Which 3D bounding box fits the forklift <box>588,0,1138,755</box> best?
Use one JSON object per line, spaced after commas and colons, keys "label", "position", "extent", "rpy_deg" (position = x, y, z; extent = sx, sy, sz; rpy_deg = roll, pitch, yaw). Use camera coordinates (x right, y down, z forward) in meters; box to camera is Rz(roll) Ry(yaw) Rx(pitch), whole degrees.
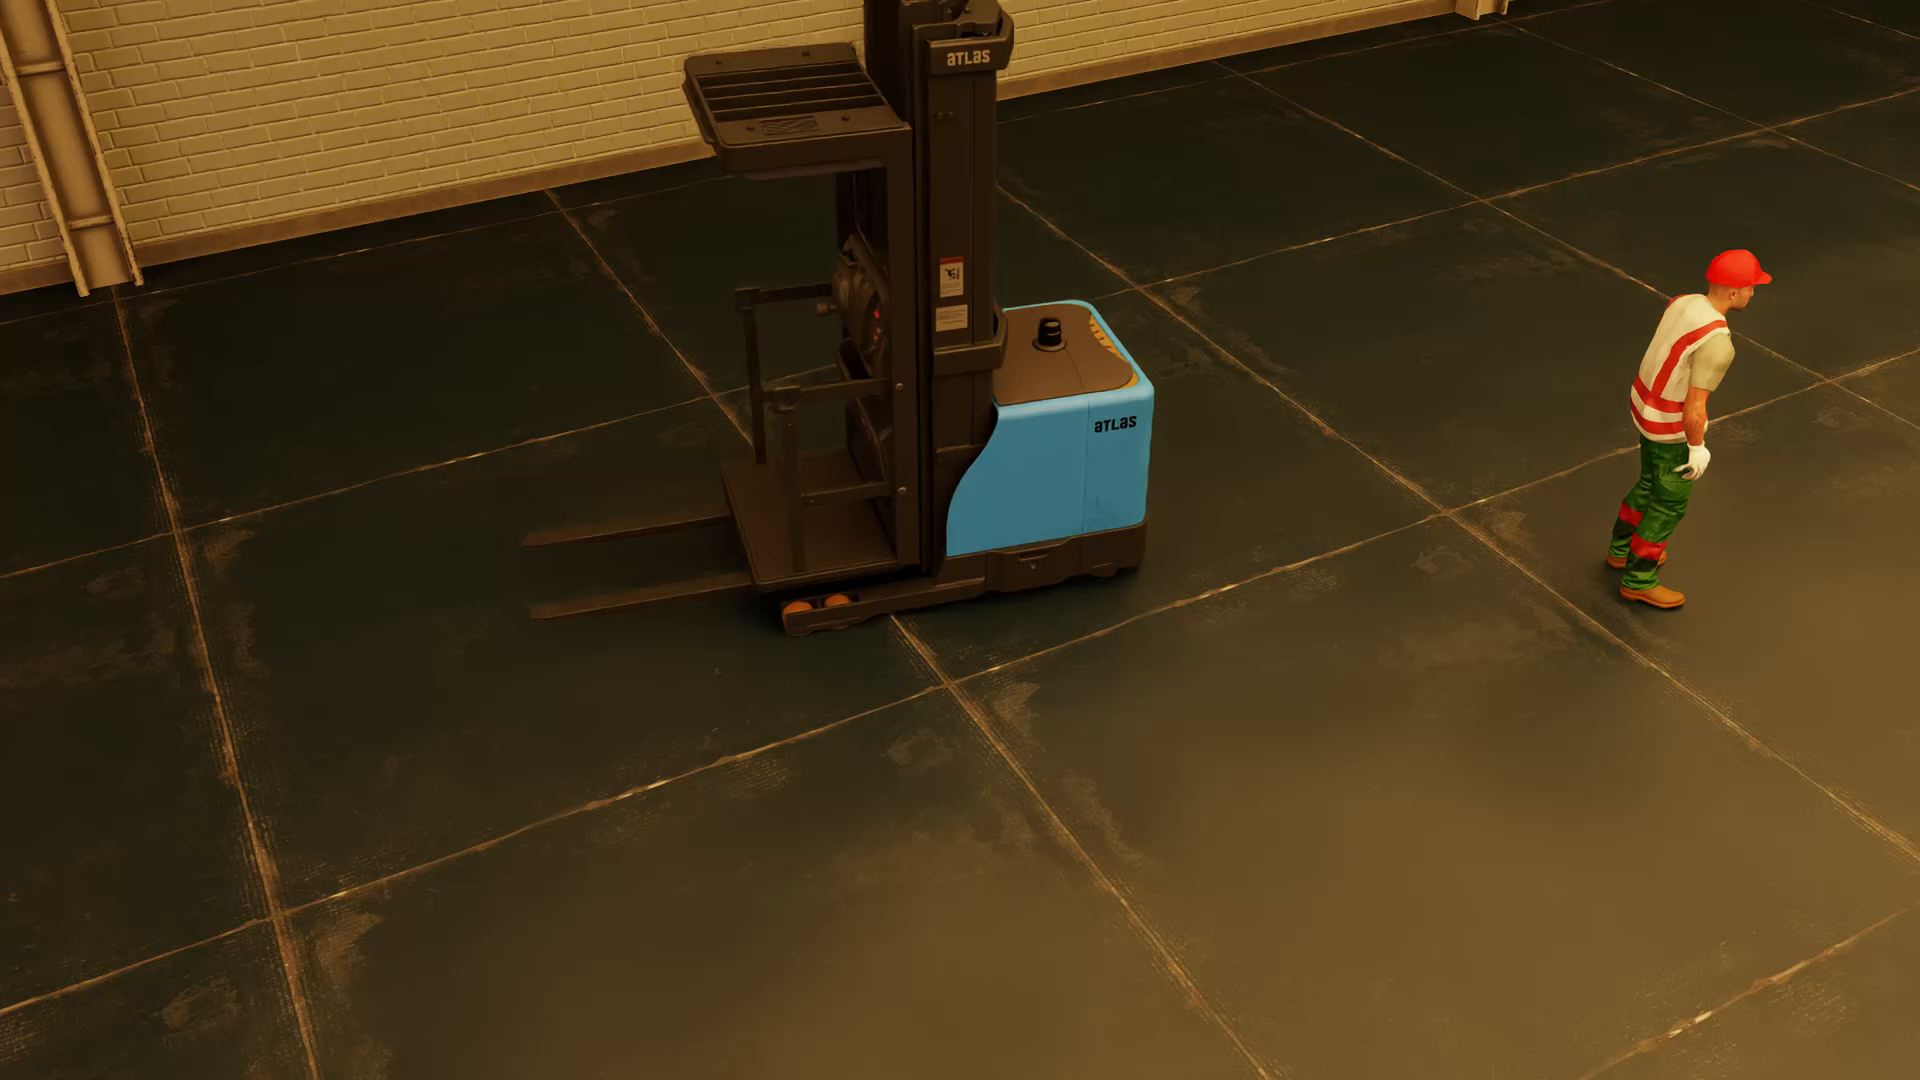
{"label": "forklift", "position": [-0.421, -0.905, 7.403], "extent": [1.130, 2.935, 3.031], "rpy_deg": [26, 43, 31]}

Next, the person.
{"label": "person", "position": [3.416, -0.548, 7.901], "extent": [0.453, 1.778, 0.615], "rpy_deg": [2, 35, 3]}
